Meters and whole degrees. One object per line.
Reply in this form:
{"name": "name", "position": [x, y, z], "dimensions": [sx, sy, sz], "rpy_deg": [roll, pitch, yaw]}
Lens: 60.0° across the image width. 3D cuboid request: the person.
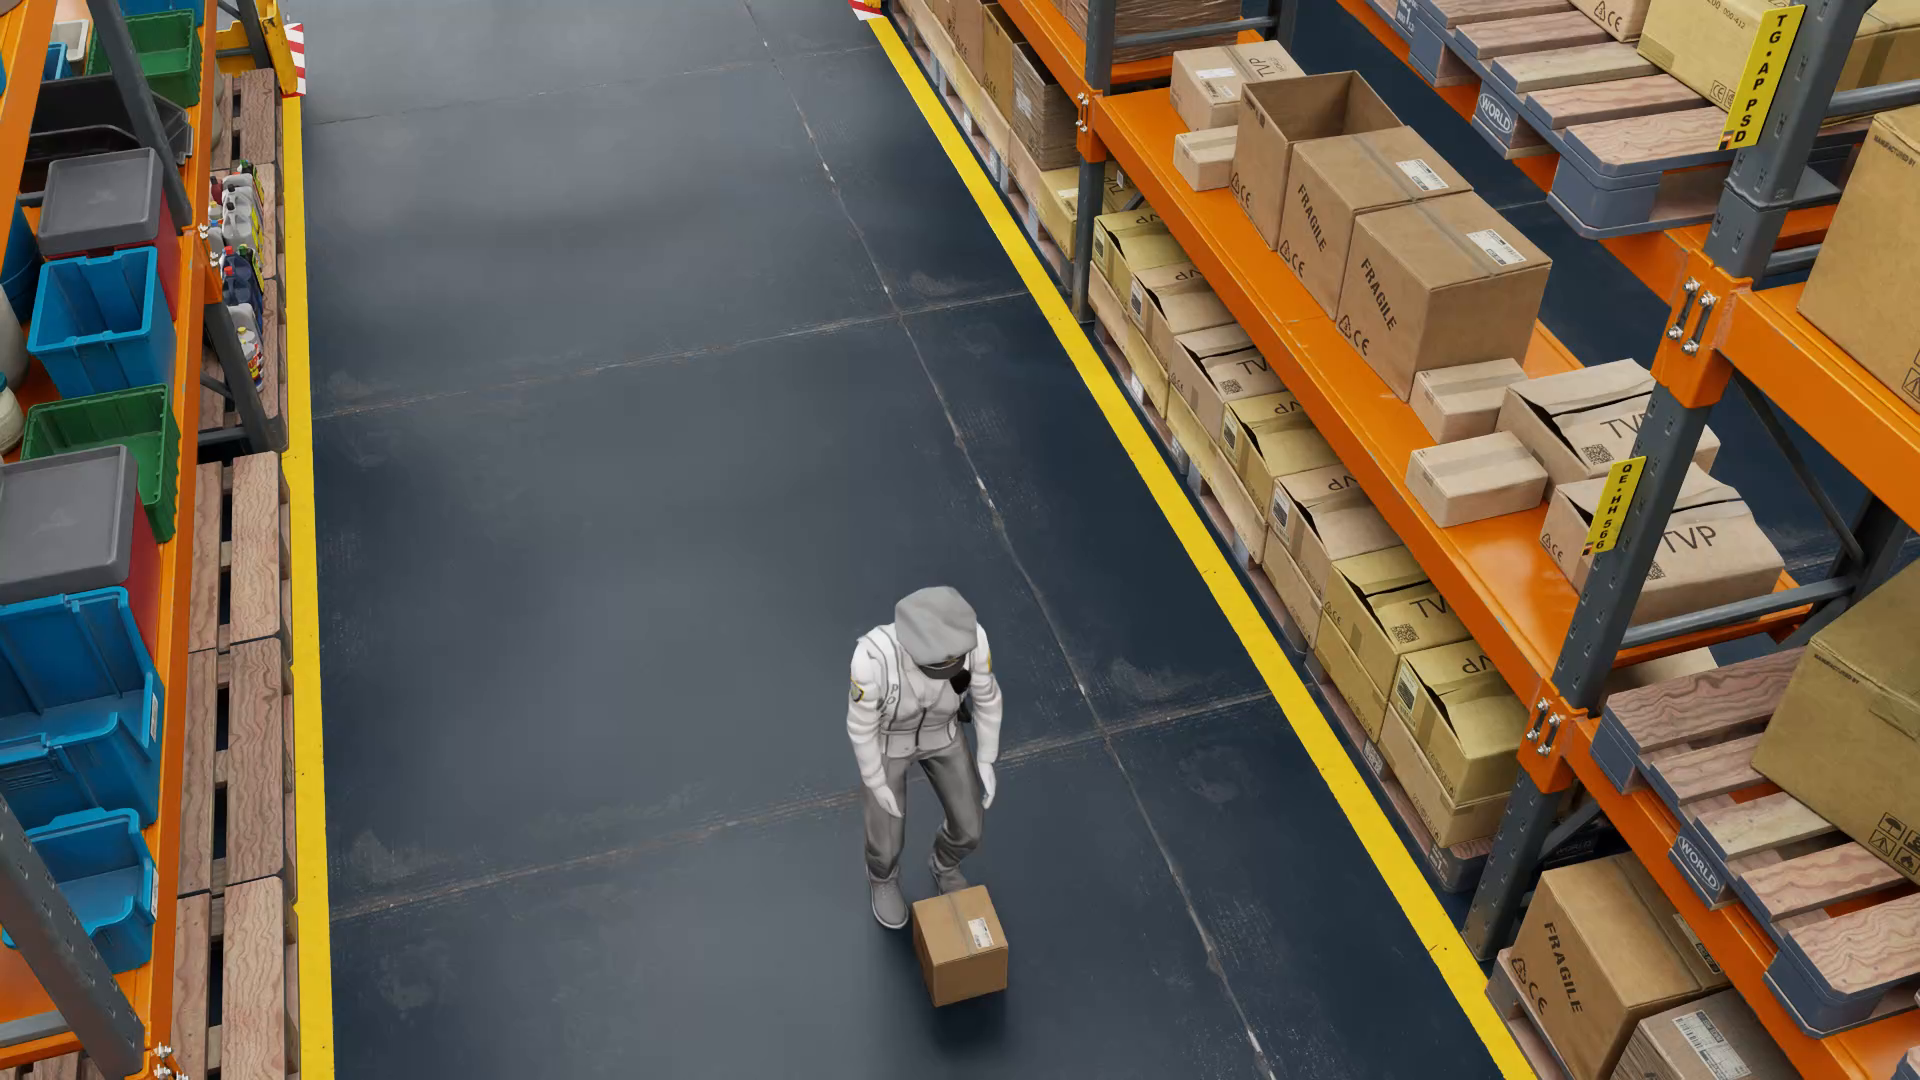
{"name": "person", "position": [-0.112, 0.703, 5.468], "dimensions": [0.516, 1.576, 0.526], "rpy_deg": [-11, 44, -12]}
